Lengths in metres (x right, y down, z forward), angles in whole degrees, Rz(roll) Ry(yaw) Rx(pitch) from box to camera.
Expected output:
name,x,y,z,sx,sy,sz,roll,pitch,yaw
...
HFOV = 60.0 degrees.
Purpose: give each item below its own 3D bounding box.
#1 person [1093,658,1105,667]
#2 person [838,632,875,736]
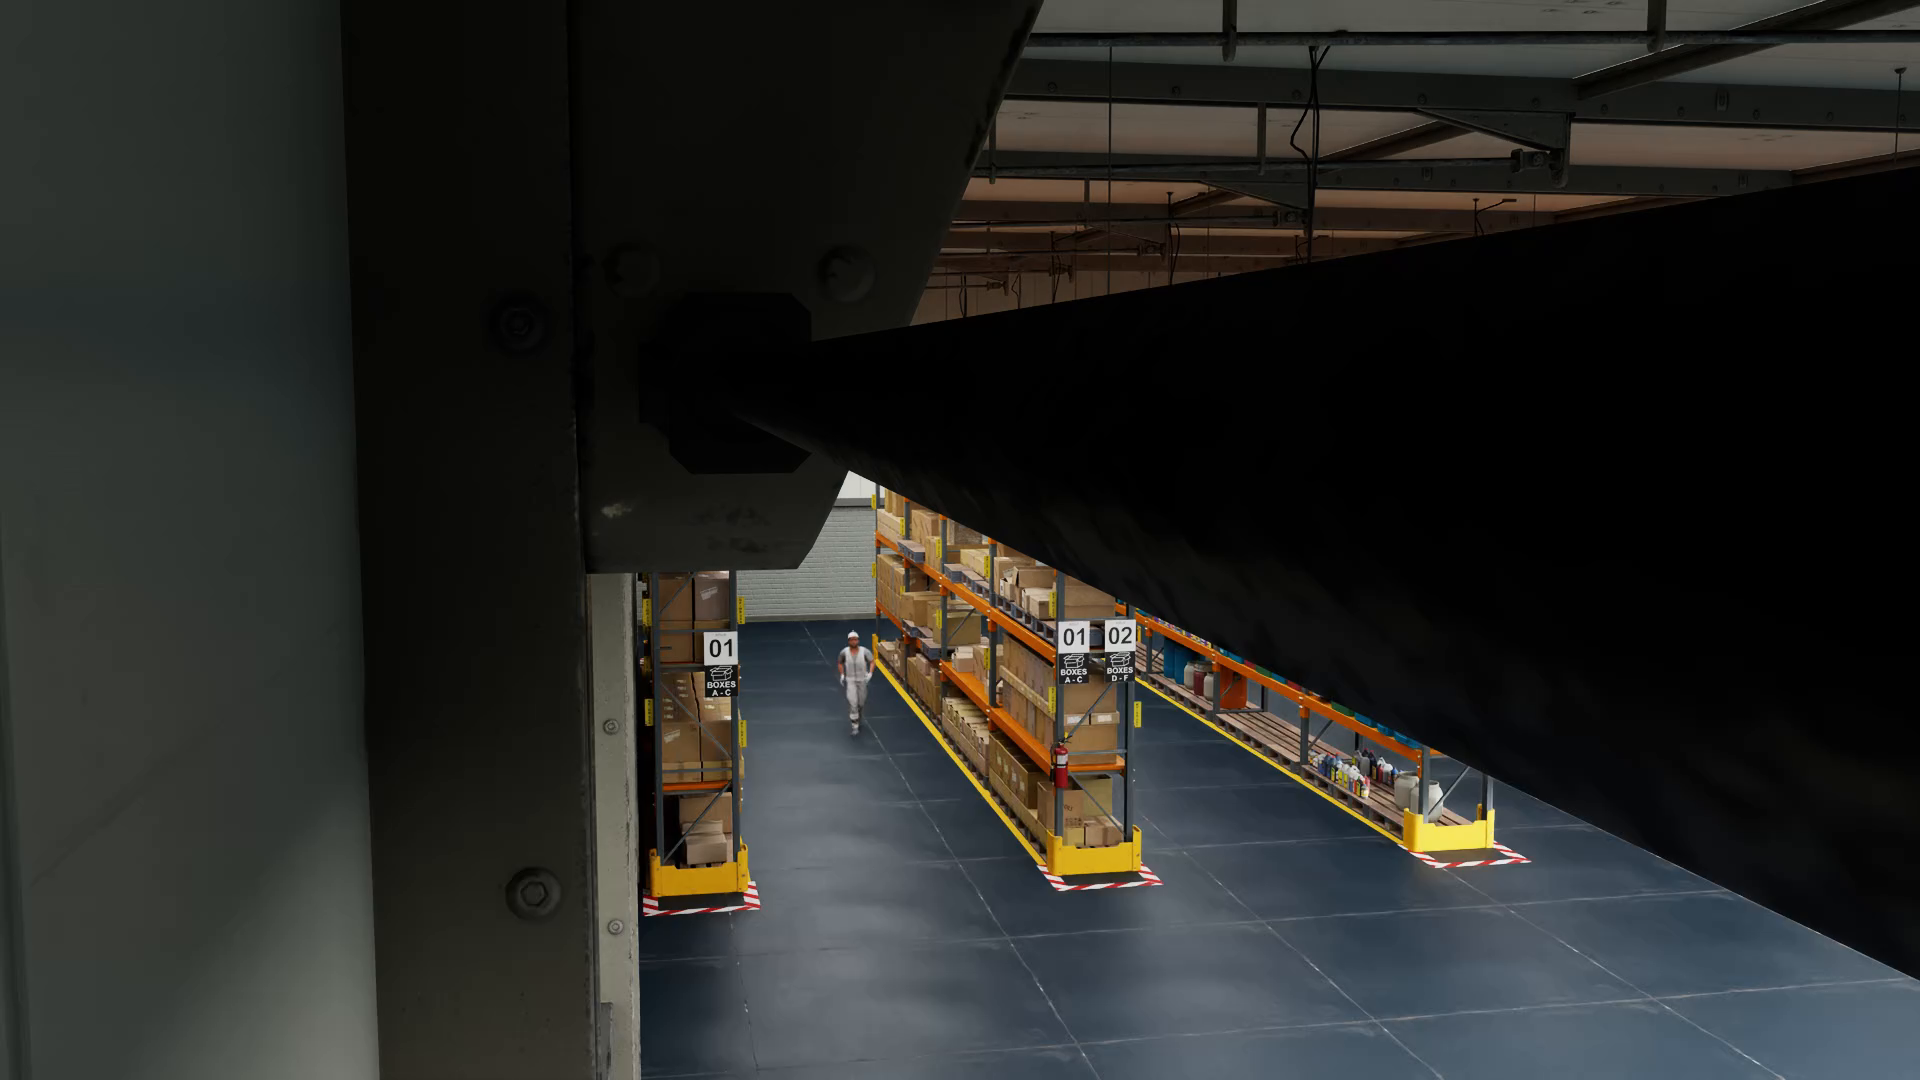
name,x,y,z,sx,sy,sz,roll,pitch,yaw
person,2.299,2.619,29.179,0.586,1.328,0.477,0,6,4
person,-1.808,2.476,29.084,0.661,1.789,0.780,0,6,0
